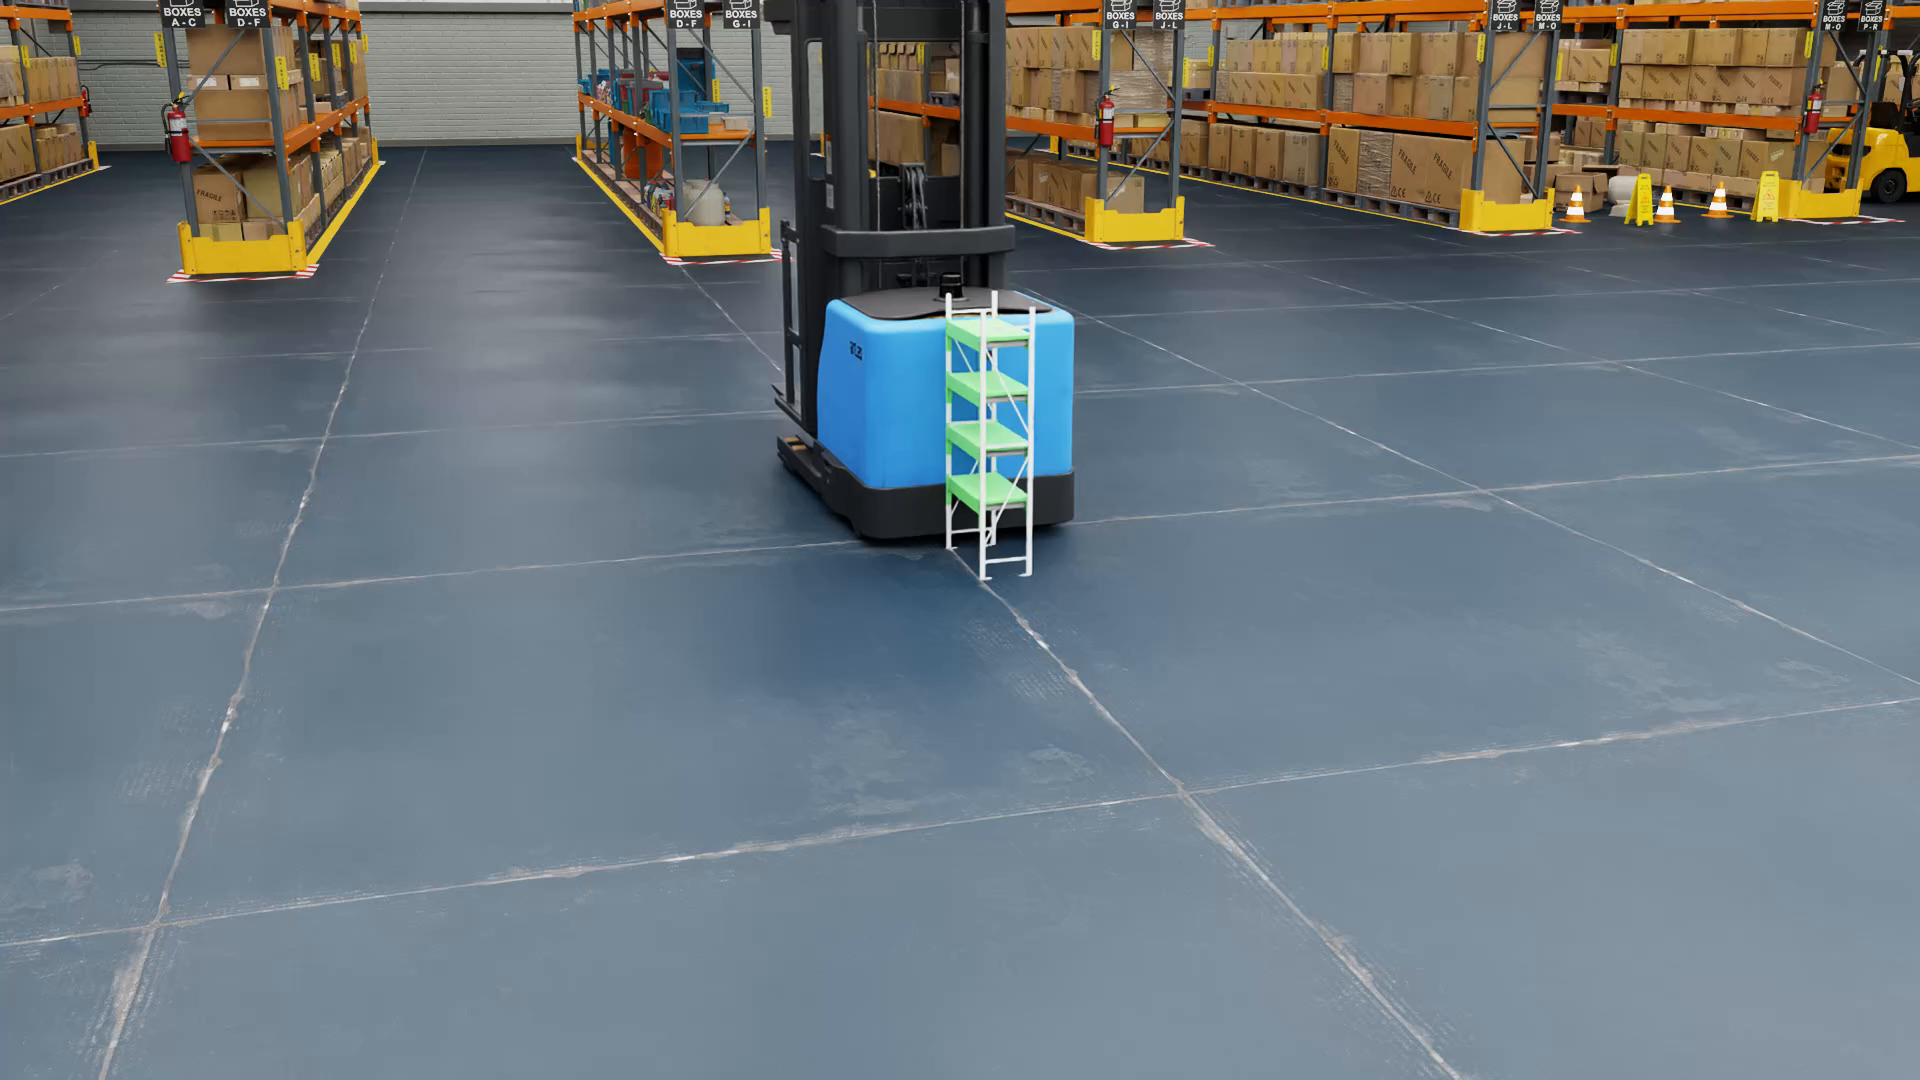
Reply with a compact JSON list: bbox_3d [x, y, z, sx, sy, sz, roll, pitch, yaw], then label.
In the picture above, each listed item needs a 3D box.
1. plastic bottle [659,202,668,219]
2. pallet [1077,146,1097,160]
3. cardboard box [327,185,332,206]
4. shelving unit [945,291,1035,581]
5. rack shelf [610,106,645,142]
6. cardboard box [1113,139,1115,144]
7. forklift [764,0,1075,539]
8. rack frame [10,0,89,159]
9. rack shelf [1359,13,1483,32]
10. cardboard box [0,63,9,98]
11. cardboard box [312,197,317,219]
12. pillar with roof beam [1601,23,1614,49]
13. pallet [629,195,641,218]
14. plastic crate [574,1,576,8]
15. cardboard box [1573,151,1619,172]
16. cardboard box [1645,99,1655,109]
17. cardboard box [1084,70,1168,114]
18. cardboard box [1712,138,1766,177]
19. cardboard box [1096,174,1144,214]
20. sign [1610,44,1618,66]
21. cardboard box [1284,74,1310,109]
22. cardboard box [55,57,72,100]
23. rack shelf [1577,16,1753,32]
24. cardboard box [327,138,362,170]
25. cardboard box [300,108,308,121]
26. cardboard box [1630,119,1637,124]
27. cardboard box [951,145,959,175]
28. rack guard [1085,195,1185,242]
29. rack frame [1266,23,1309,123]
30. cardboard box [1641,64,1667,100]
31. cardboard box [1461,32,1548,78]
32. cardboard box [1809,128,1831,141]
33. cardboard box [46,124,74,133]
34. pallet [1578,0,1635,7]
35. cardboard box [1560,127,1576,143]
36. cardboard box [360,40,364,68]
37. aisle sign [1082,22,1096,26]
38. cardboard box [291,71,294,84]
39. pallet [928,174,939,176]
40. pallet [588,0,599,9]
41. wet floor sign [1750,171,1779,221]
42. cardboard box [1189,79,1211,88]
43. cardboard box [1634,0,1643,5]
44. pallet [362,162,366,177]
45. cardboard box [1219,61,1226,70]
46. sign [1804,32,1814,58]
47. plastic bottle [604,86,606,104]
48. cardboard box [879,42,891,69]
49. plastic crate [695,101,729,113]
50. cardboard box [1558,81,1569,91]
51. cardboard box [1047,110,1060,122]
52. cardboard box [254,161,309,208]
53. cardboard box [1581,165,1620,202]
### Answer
[{"bbox_3d":[-3.579,-3.979,20.083,0.097,0.201,0.097,0,17,0],"label":"plastic bottle"},{"bbox_3d":[3.051,-7.896,33.870,1.003,0.211,1.213,-5,17,-15],"label":"pallet"},{"bbox_3d":[-8.528,-4.508,21.794,0.500,0.250,0.500,-4,17,-14],"label":"cardboard box"},{"bbox_3d":[0.127,-0.473,7.442,0.258,1.200,0.503,-5,18,-17],"label":"shelving unit"},{"bbox_3d":[-4.302,-5.950,23.797,1.077,0.370,4.000,-5,17,-15],"label":"rack shelf"},{"bbox_3d":[3.130,-7.824,32.494,0.380,0.149,0.250,-6,18,-18],"label":"cardboard box"},{"bbox_3d":[-0.388,-1.792,8.825,1.130,2.935,3.031,-5,18,-17],"label":"forklift"},{"bbox_3d":[-16.576,-8.277,30.294,1.000,3.000,0.127,-5,17,-15],"label":"rack frame"},{"bbox_3d":[8.890,-9.668,30.961,1.077,0.370,4.000,-5,17,-15],"label":"rack shelf"},{"bbox_3d":[-14.828,-6.983,25.260,0.500,0.500,0.500,-5,17,-15],"label":"cardboard box"},{"bbox_3d":[-8.050,-3.985,20.054,0.500,0.250,0.500,-5,17,-15],"label":"cardboard box"},{"bbox_3d":[9.647,-12.319,33.322,9.100,9.000,0.400,-5,17,-15],"label":"pillar with roof beam"},{"bbox_3d":[-4.005,-4.620,22.966,1.003,0.211,1.213,-5,17,-15],"label":"pallet"},{"bbox_3d":[-7.212,-10.306,32.061,0.497,0.269,0.590,-5,17,-15],"label":"plastic crate"},{"bbox_3d":[10.392,-6.004,26.563,0.950,0.372,0.625,-4,17,-15],"label":"cardboard box"},{"bbox_3d":[10.538,-6.547,24.969,0.380,0.149,0.250,-5,17,-16],"label":"cardboard box"},{"bbox_3d":[1.985,-5.371,19.928,0.875,0.500,0.500,-5,17,-15],"label":"cardboard box"},{"bbox_3d":[11.020,-5.398,23.456,0.500,0.500,0.500,-4,17,-13],"label":"cardboard box"},{"bbox_3d":[1.954,-4.205,20.350,0.500,0.500,0.500,-1,17,-5],"label":"cardboard box"},{"bbox_3d":[10.006,-7.426,25.447,0.100,0.325,0.005,-5,17,-15],"label":"sign"},{"bbox_3d":[5.268,-6.808,25.229,0.500,0.500,0.500,-5,17,-16],"label":"cardboard box"},{"bbox_3d":[-16.215,-8.080,29.117,0.980,0.700,0.700,-5,17,-16],"label":"cardboard box"},{"bbox_3d":[13.661,-10.062,32.270,1.077,0.370,4.000,-5,17,-15],"label":"rack shelf"},{"bbox_3d":[-10.303,-6.463,27.835,0.500,0.500,0.500,-5,17,-16],"label":"cardboard box"},{"bbox_3d":[-8.563,-5.492,21.457,0.380,0.149,0.250,-5,17,-15],"label":"cardboard box"},{"bbox_3d":[13.475,-8.289,32.819,0.380,0.149,0.250,-5,17,-15],"label":"cardboard box"},{"bbox_3d":[0.279,-5.917,26.016,0.700,0.500,0.500,-6,18,-20],"label":"cardboard box"},{"bbox_3d":[2.088,-3.850,19.901,1.175,0.500,0.348,-5,17,-15],"label":"rack guard"},{"bbox_3d":[7.241,-10.236,36.814,1.000,3.000,0.127,-5,17,-15],"label":"rack frame"},{"bbox_3d":[10.552,-6.826,24.772,0.500,0.500,0.500,-5,17,-15],"label":"cardboard box"},{"bbox_3d":[6.841,-6.085,20.859,0.875,0.550,0.550,-5,17,-15],"label":"cardboard box"},{"bbox_3d":[14.950,-6.732,28.549,0.875,0.625,0.625,-5,17,-16],"label":"cardboard box"},{"bbox_3d":[-16.006,-7.315,29.576,0.380,0.149,0.250,-4,17,-14],"label":"cardboard box"},{"bbox_3d":[10.471,-8.442,25.955,1.213,0.211,1.003,-5,17,-15],"label":"pallet"},{"bbox_3d":[13.157,-8.638,35.437,0.500,0.311,0.500,-4,17,-13],"label":"cardboard box"},{"bbox_3d":[-11.287,-8.956,30.641,0.500,0.500,0.500,-4,17,-14],"label":"cardboard box"},{"bbox_3d":[2.777,-11.105,35.190,0.394,0.787,0.004,-5,17,-15],"label":"aisle sign"},{"bbox_3d":[-7.957,-5.369,19.312,0.380,0.149,0.250,-5,17,-16],"label":"cardboard box"},{"bbox_3d":[0.124,-5.688,26.520,1.003,0.211,1.213,-5,17,-15],"label":"pallet"},{"bbox_3d":[-5.641,-9.091,28.118,1.213,0.211,1.003,-5,17,-15],"label":"pallet"},{"bbox_3d":[10.661,-4.545,21.962,0.267,0.644,0.232,1,17,4],"label":"wet floor sign"},{"bbox_3d":[4.130,-7.784,28.360,0.380,0.149,0.250,-4,17,-14],"label":"cardboard box"},{"bbox_3d":[10.387,-8.126,25.013,0.380,0.149,0.250,-5,17,-16],"label":"cardboard box"},{"bbox_3d":[-10.902,-6.418,28.952,1.003,0.211,1.213,-5,17,-15],"label":"pallet"},{"bbox_3d":[4.690,-8.187,28.664,0.380,0.149,0.250,-5,17,-17],"label":"cardboard box"},{"bbox_3d":[11.099,-6.478,21.740,0.100,0.325,0.005,-5,17,-15],"label":"sign"},{"bbox_3d":[-5.774,-7.274,27.157,0.061,0.283,0.133,-5,17,-15],"label":"plastic bottle"},{"bbox_3d":[-1.005,-8.698,29.777,0.797,0.503,0.637,-5,17,-17],"label":"cardboard box"},{"bbox_3d":[-3.187,-5.385,20.925,0.499,0.251,0.616,-5,17,-15],"label":"plastic crate"},{"bbox_3d":[9.897,-7.331,26.849,0.380,0.149,0.250,-5,17,-15],"label":"cardboard box"},{"bbox_3d":[1.319,-5.375,21.070,0.380,0.149,0.250,-5,17,-15],"label":"cardboard box"},{"bbox_3d":[-7.760,-4.069,19.029,0.500,0.500,0.500,-5,17,-15],"label":"cardboard box"},{"bbox_3d":[9.525,-5.317,24.778,0.500,0.500,0.500,7,18,23],"label":"cardboard box"}]
